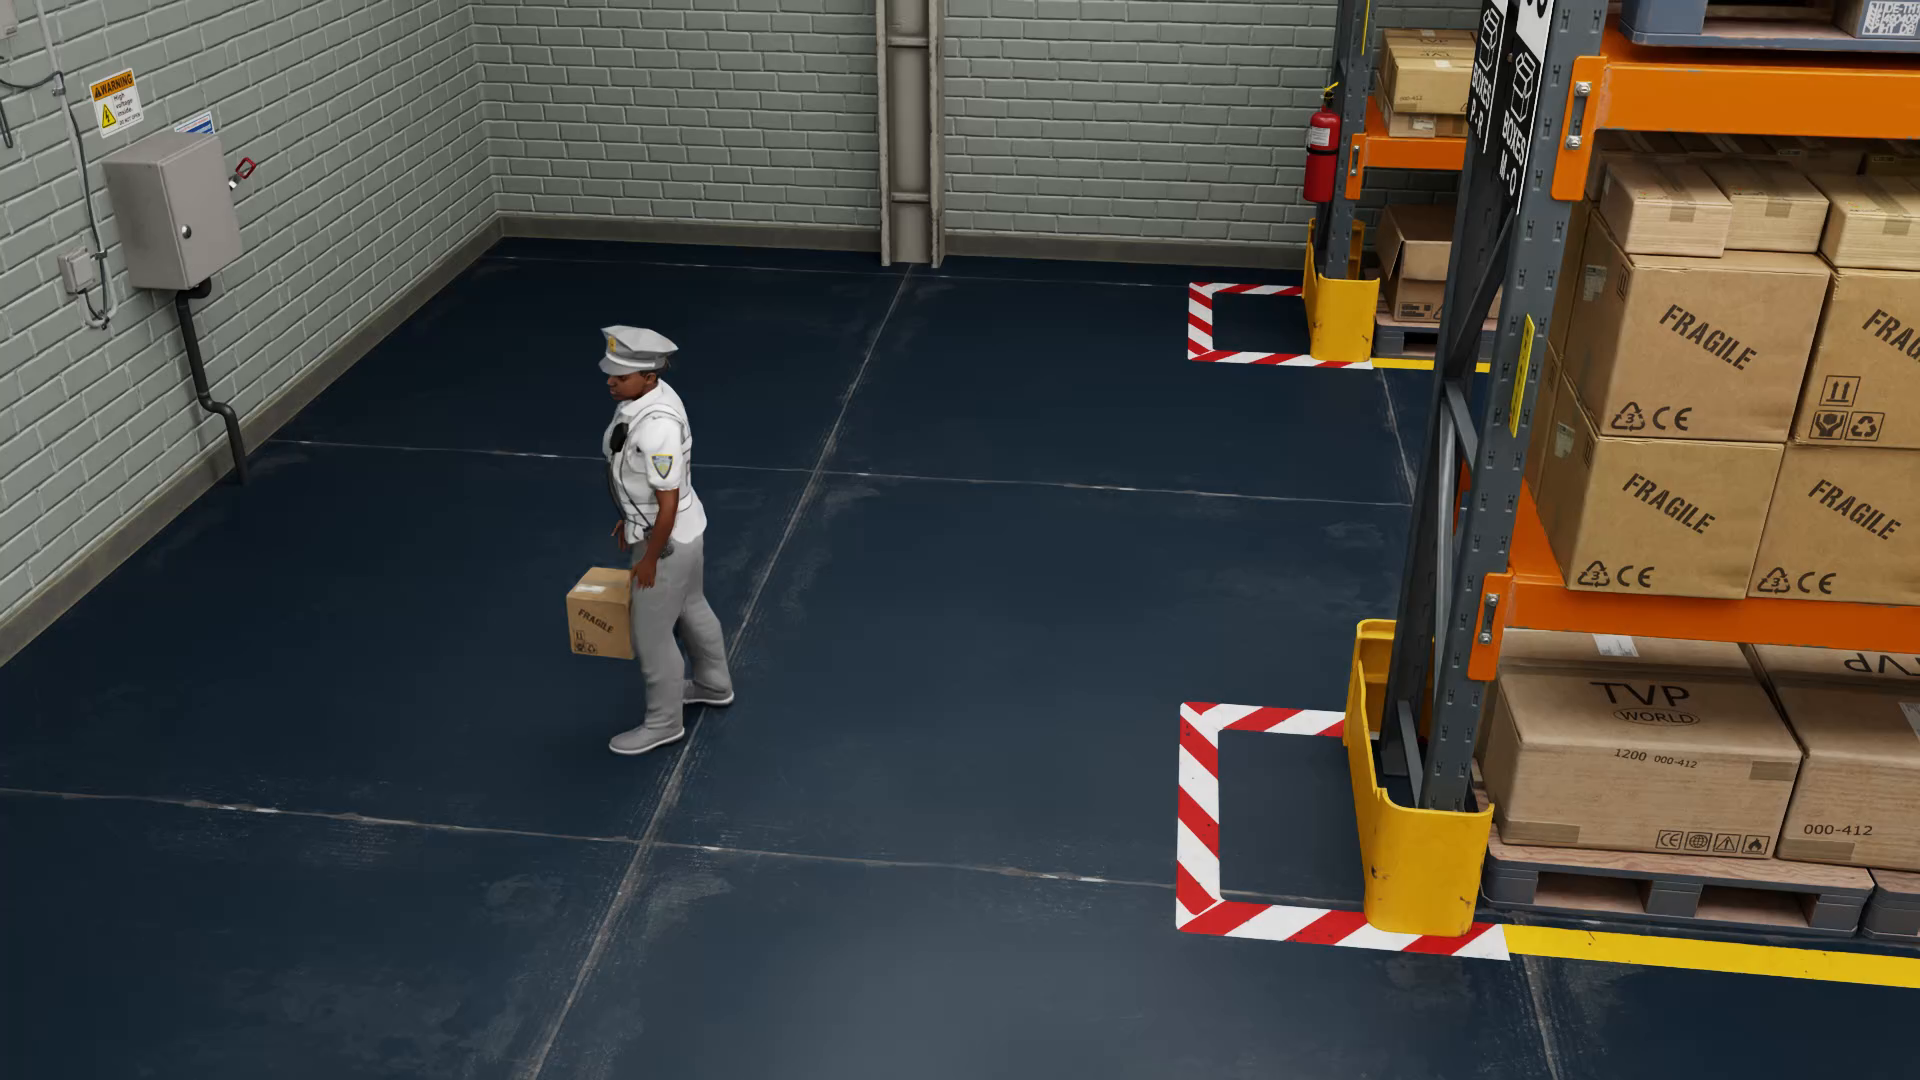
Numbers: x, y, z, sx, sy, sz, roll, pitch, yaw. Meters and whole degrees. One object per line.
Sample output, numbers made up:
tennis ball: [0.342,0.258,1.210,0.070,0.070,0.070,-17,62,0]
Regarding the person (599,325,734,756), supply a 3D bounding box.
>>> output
person: [-1.125,-0.011,6.122,0.504,1.675,0.481,-6,29,-11]
